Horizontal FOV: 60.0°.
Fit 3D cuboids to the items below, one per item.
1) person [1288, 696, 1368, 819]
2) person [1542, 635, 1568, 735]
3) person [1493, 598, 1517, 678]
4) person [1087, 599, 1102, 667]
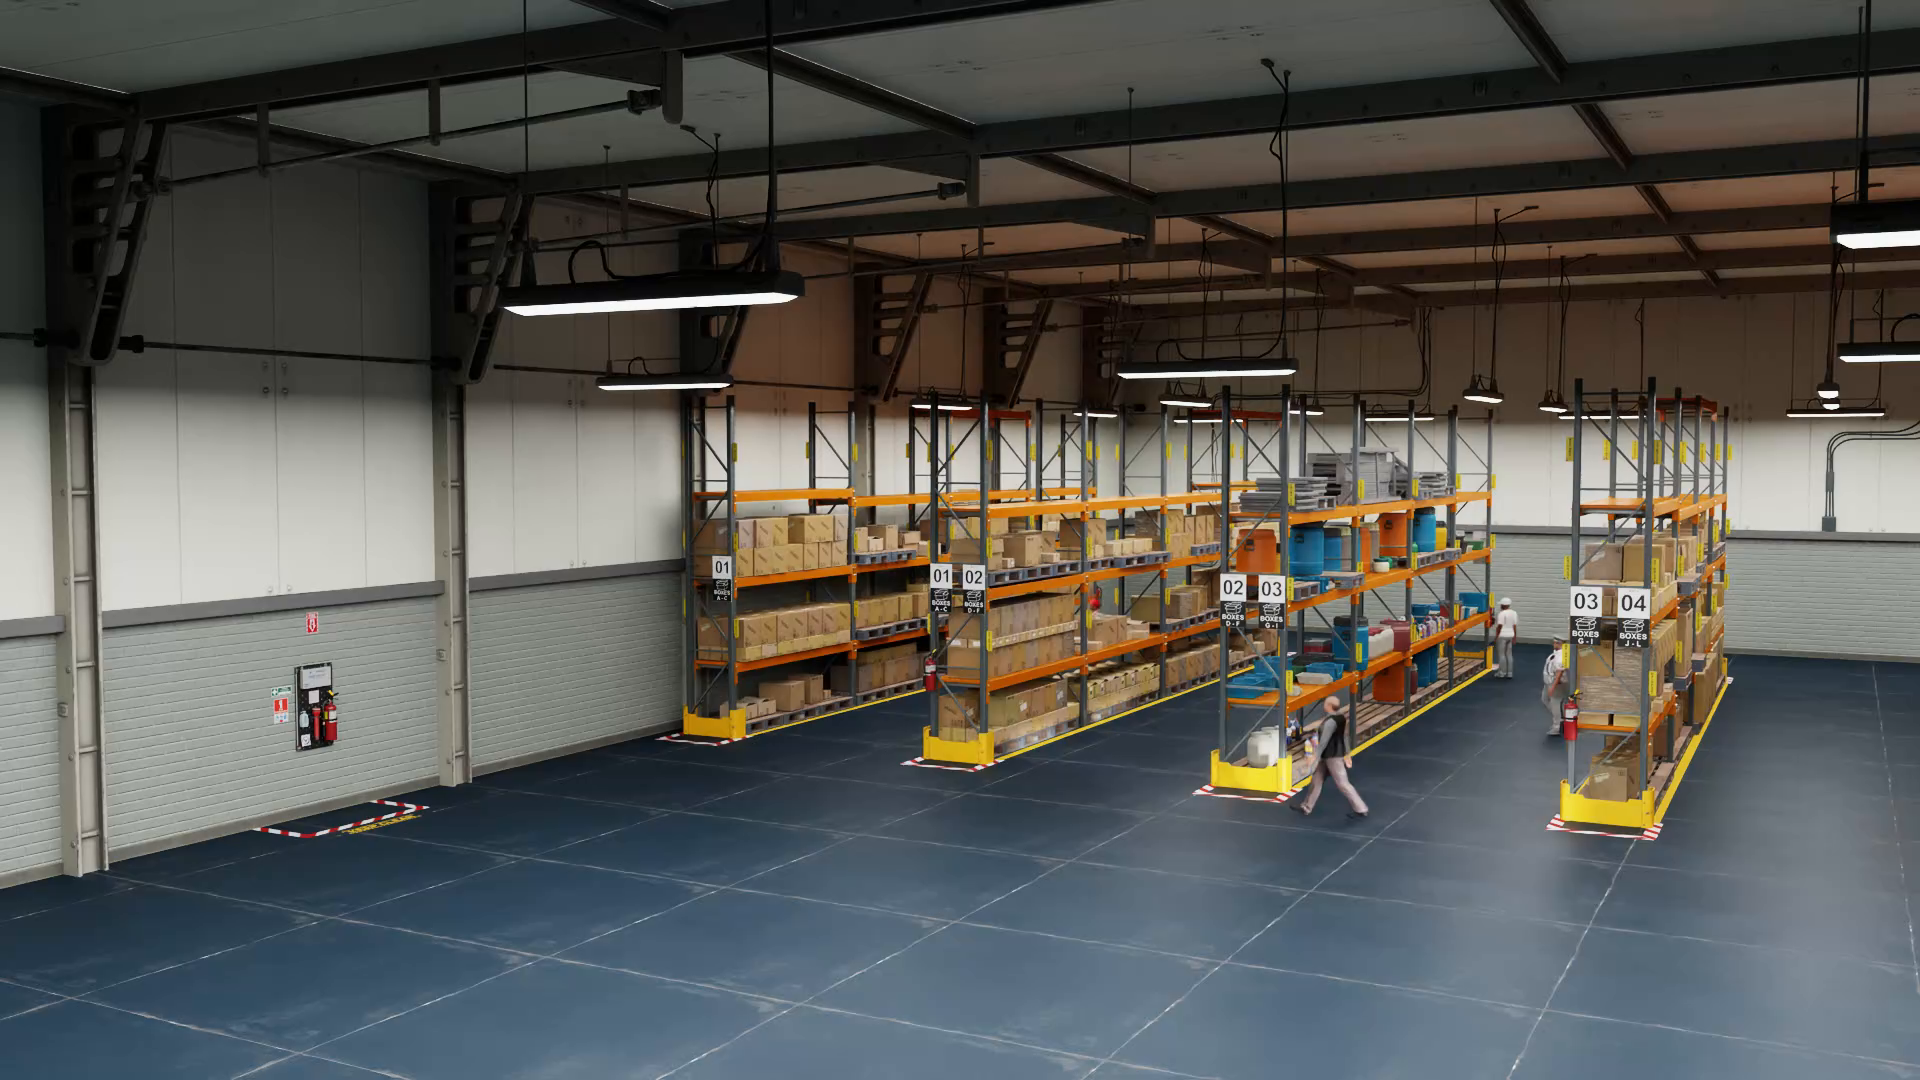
[{"bbox_3d":[5.025,2.966,22.655,1.054,1.675,0.508,0,3,9],"label":"person"},{"bbox_3d":[10.618,2.571,29.632,0.451,1.780,0.637,0,3,3],"label":"person"},{"bbox_3d":[12.085,2.168,36.932,0.654,1.776,0.380,-2,4,-33],"label":"person"},{"bbox_3d":[2.831,2.172,36.570,0.641,1.774,0.636,3,4,40],"label":"person"}]
